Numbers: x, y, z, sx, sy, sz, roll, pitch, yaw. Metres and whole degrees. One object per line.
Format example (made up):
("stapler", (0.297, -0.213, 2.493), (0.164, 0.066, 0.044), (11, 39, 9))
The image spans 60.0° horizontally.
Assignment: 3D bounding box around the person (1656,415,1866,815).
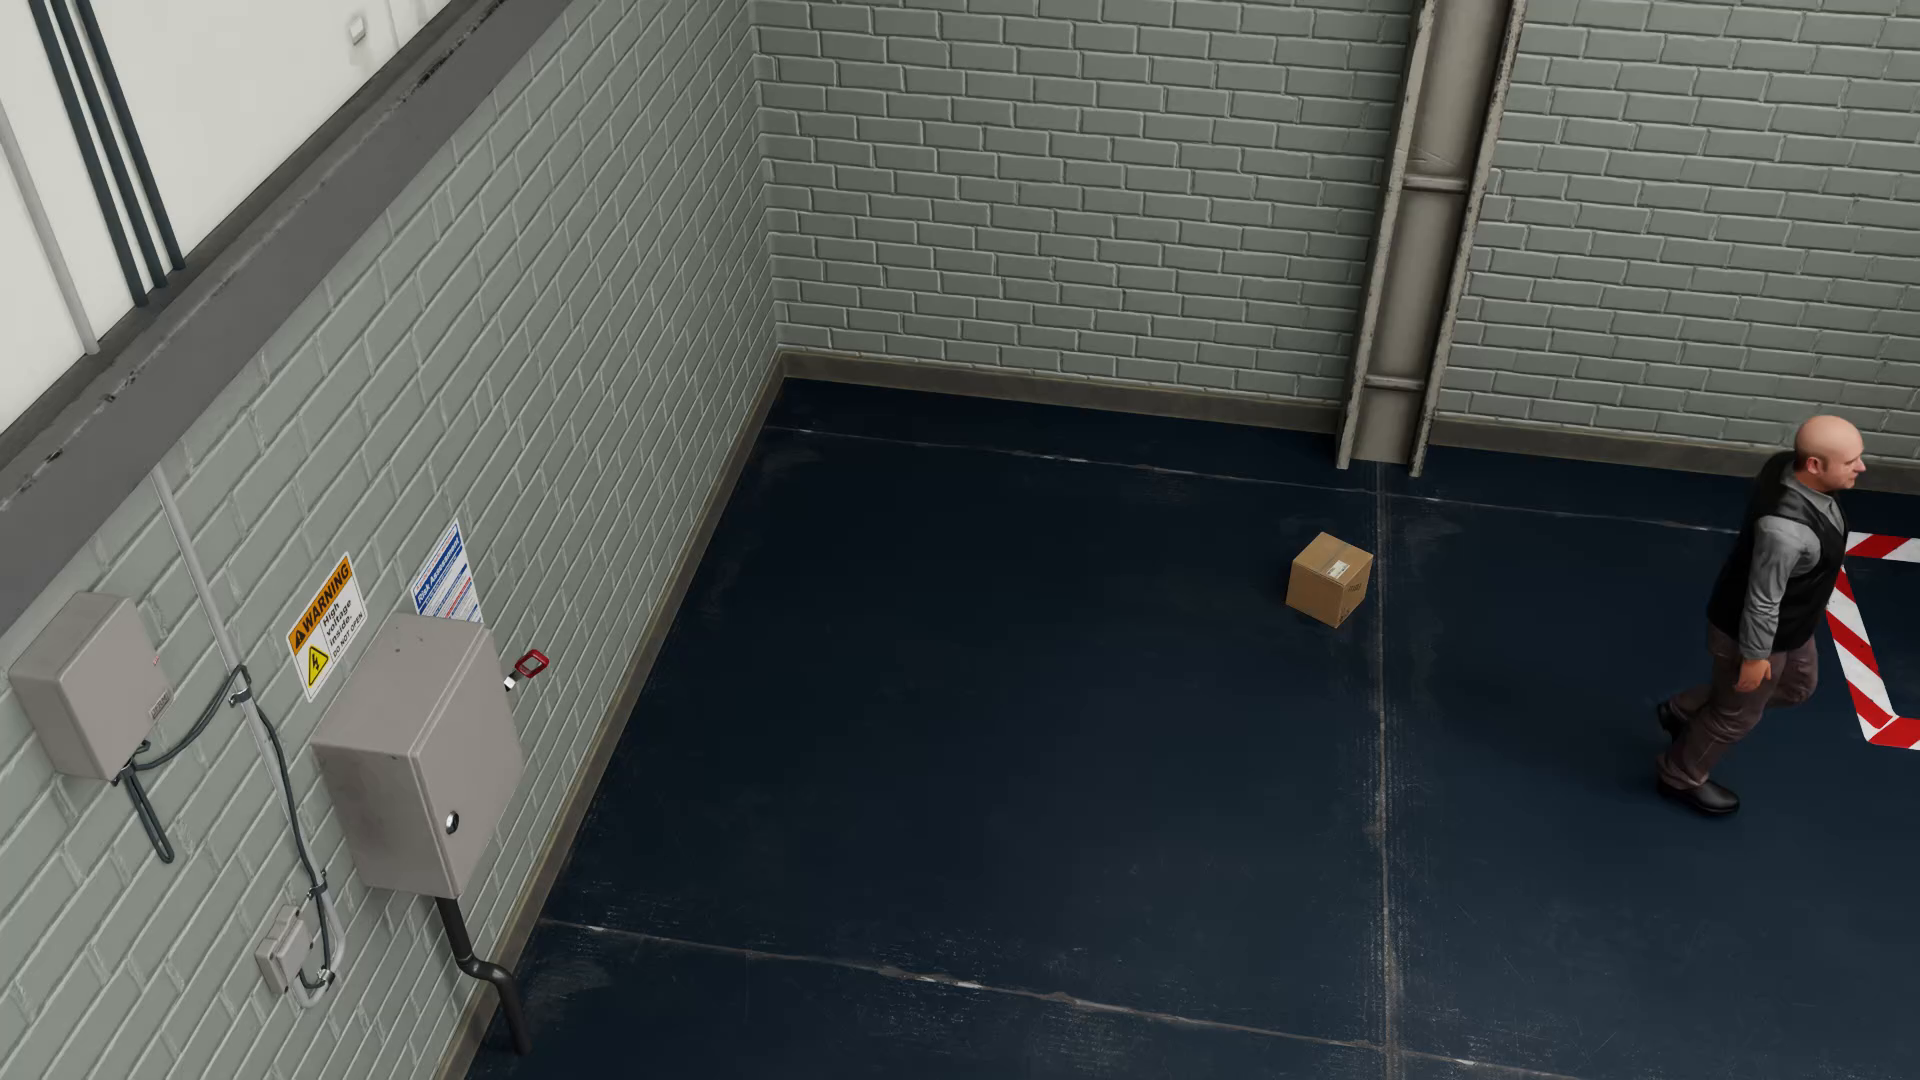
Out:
("person", (2.810, 0.293, 5.787), (0.472, 1.716, 0.564), (21, 45, 23))
